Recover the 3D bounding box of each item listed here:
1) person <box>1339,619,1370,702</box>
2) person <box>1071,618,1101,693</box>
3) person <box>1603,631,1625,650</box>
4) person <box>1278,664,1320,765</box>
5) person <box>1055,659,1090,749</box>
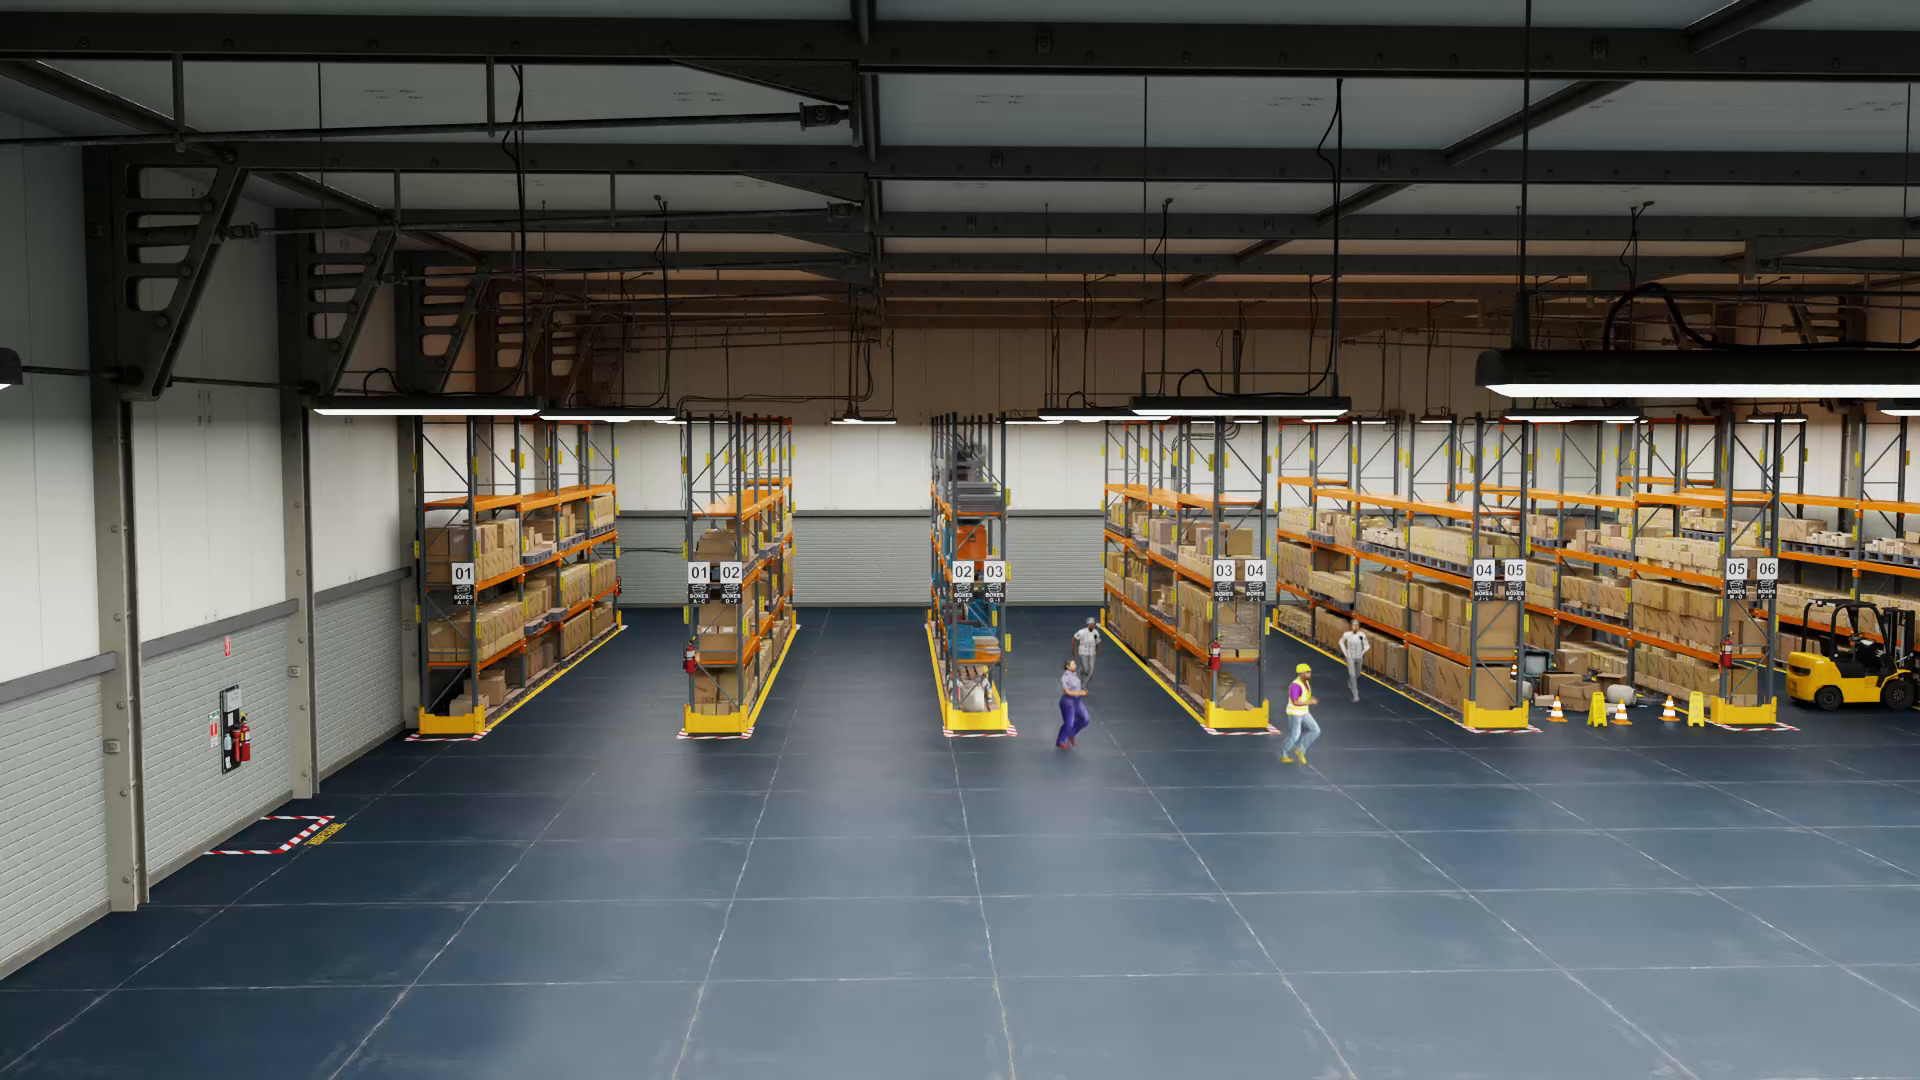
[{"bbox_3d":[8.335,2.506,35.079,0.584,1.704,1.076,0,4,-3],"label":"person"},{"bbox_3d":[2.742,2.478,35.810,0.615,1.642,0.642,-1,4,-15],"label":"person"},{"bbox_3d":[16.526,1.974,41.978,0.641,1.820,0.740,0,4,-7],"label":"person"},{"bbox_3d":[5.727,2.932,28.005,0.791,1.730,0.736,3,5,36],"label":"person"},{"bbox_3d":[1.994,2.902,29.487,0.624,1.610,0.573,2,4,29],"label":"person"}]
